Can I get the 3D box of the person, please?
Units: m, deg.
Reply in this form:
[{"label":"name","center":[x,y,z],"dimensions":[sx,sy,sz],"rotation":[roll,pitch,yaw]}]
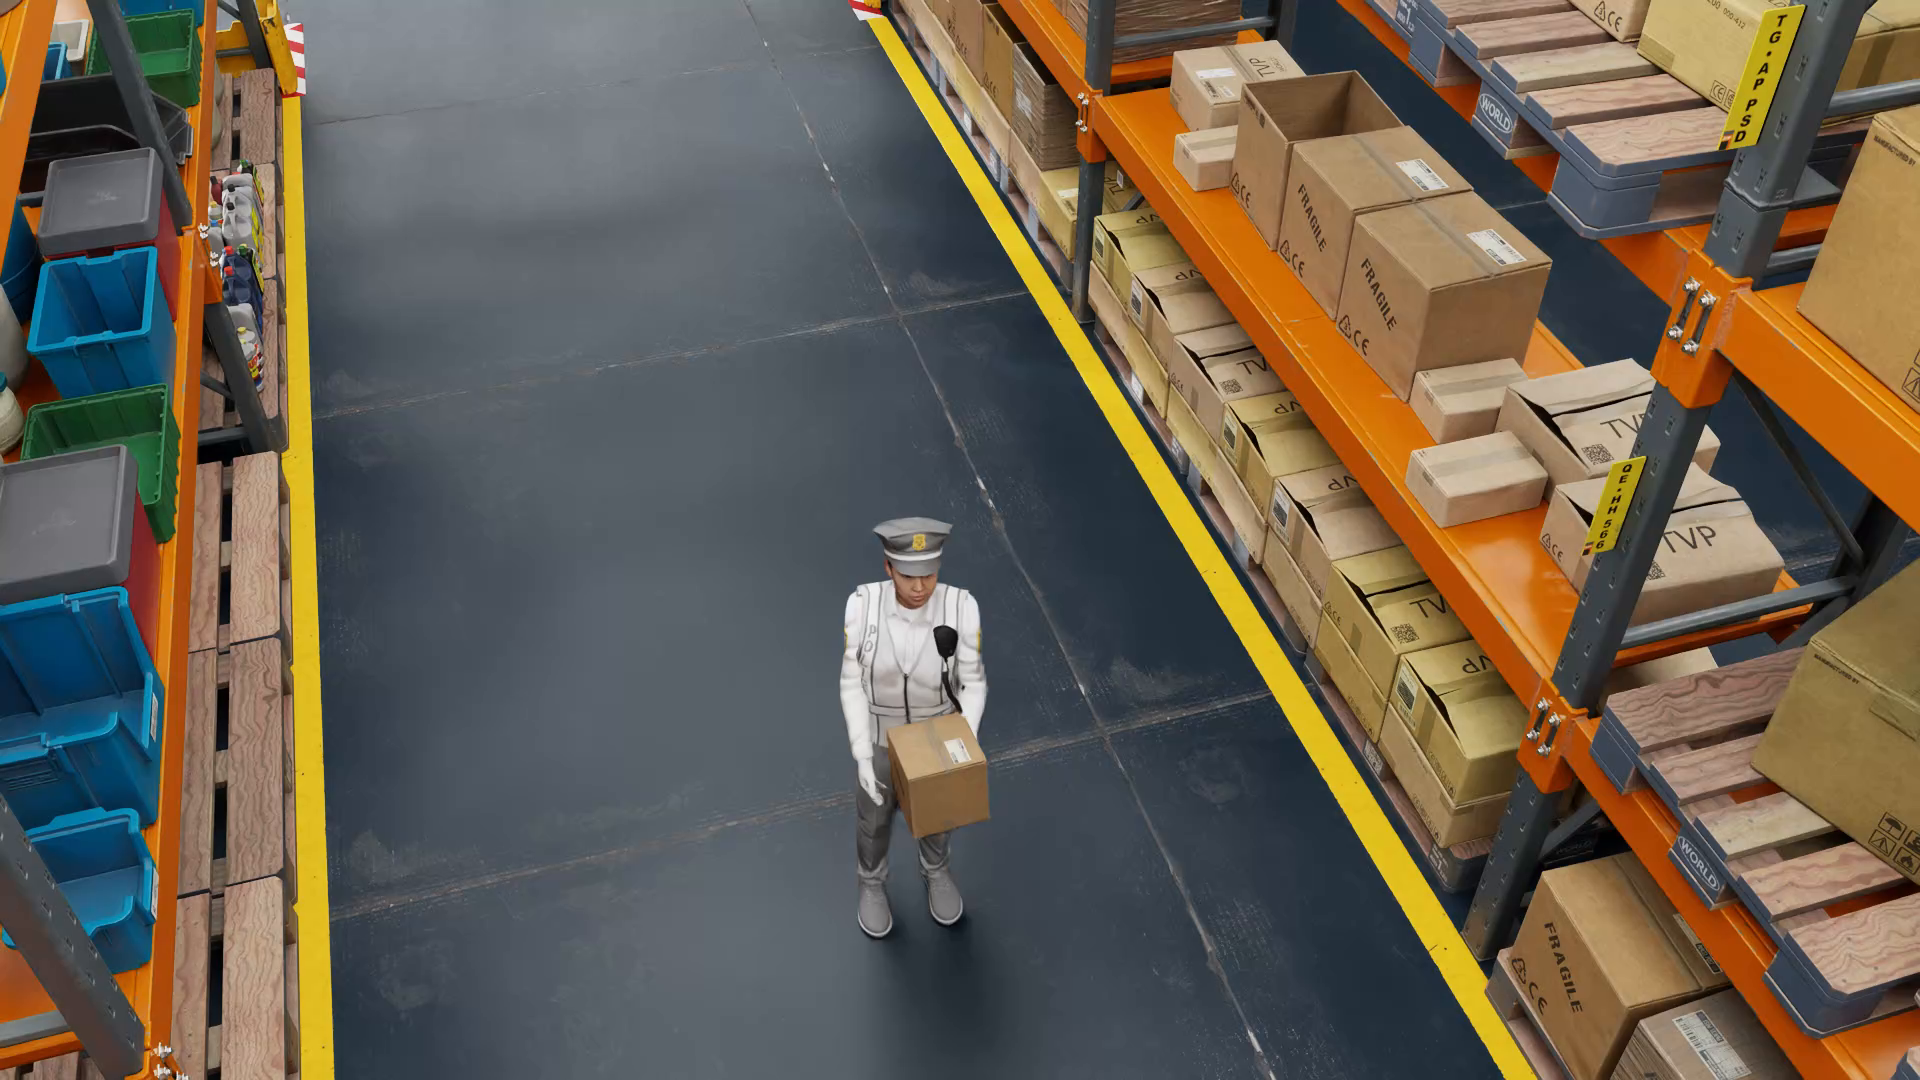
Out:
[{"label":"person","center":[-0.146,0.649,5.424],"dimensions":[0.471,1.700,0.543],"rotation":[-1,42,-1]}]
